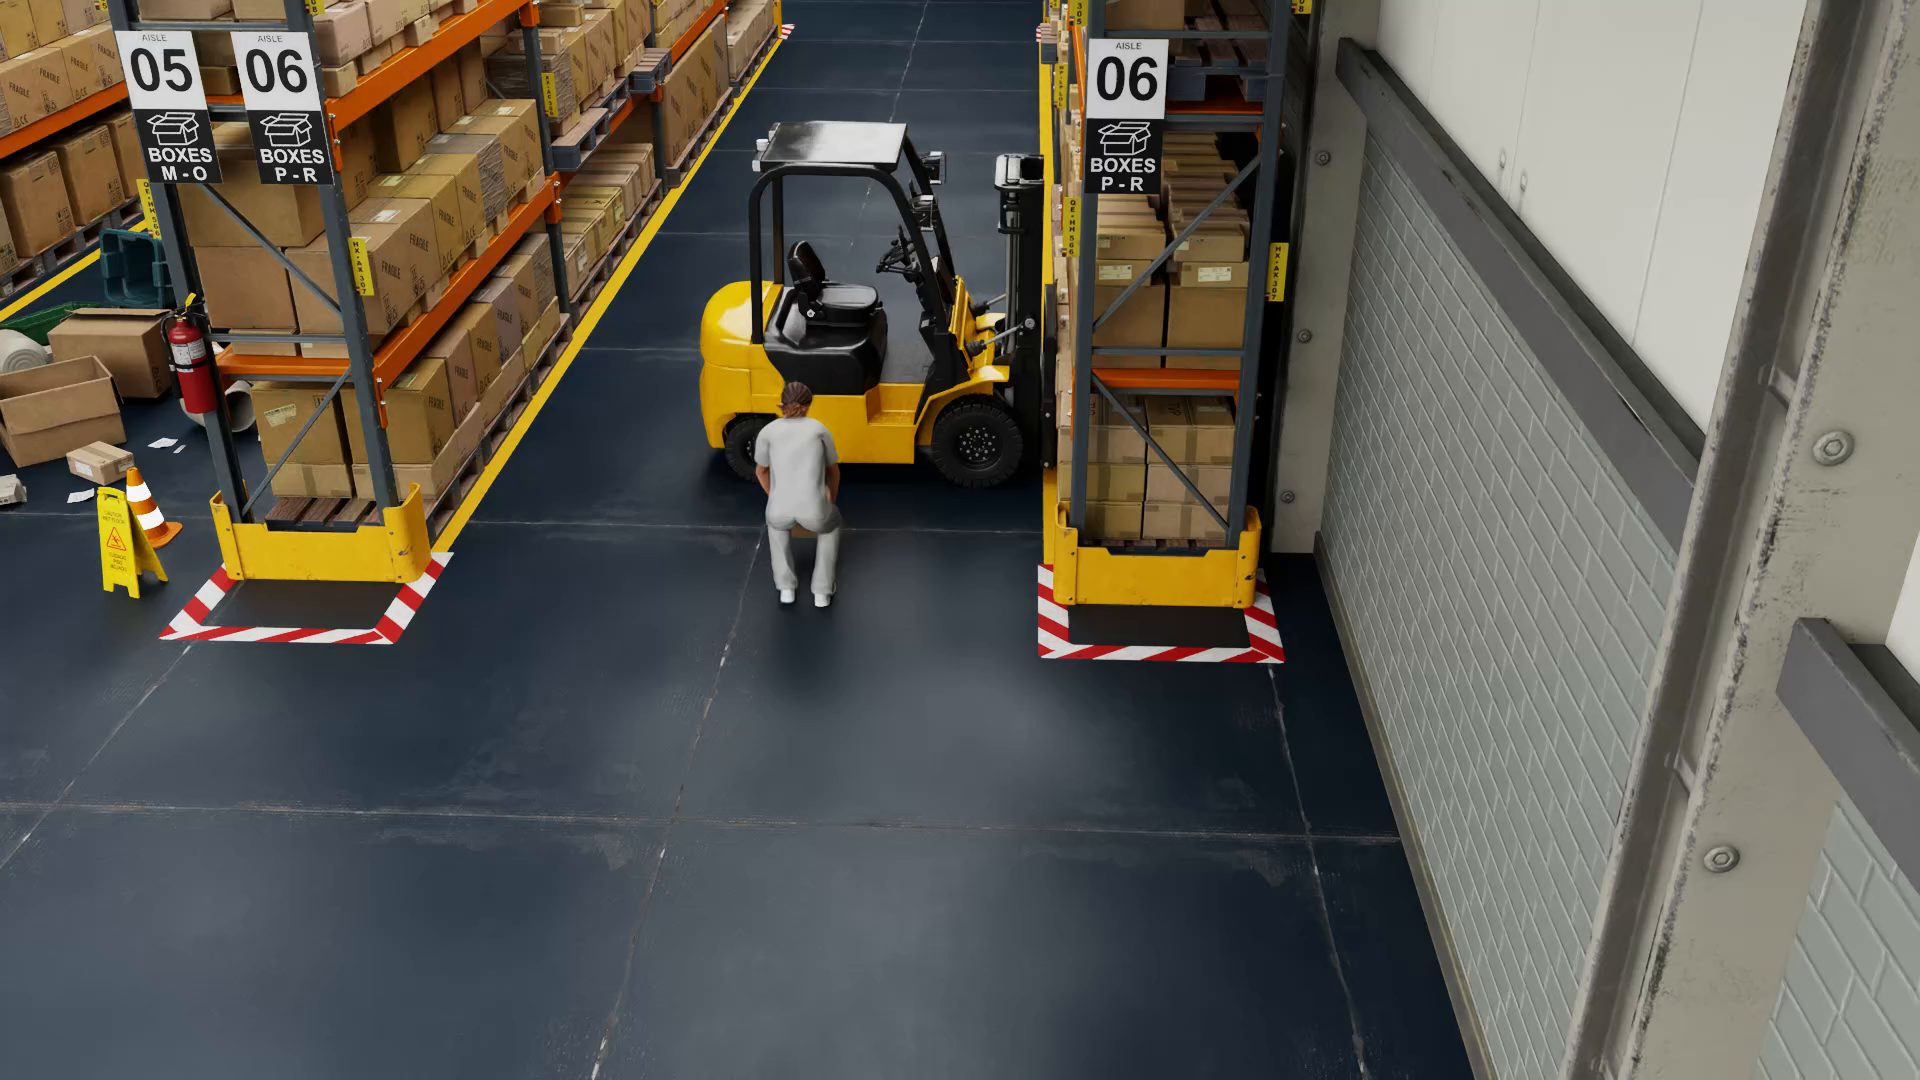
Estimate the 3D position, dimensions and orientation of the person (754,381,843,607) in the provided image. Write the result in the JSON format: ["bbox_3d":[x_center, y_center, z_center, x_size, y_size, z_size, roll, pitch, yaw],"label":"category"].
[{"bbox_3d":[-0.939,-0.242,9.564,0.496,1.221,0.716,1,28,2],"label":"person"}]
